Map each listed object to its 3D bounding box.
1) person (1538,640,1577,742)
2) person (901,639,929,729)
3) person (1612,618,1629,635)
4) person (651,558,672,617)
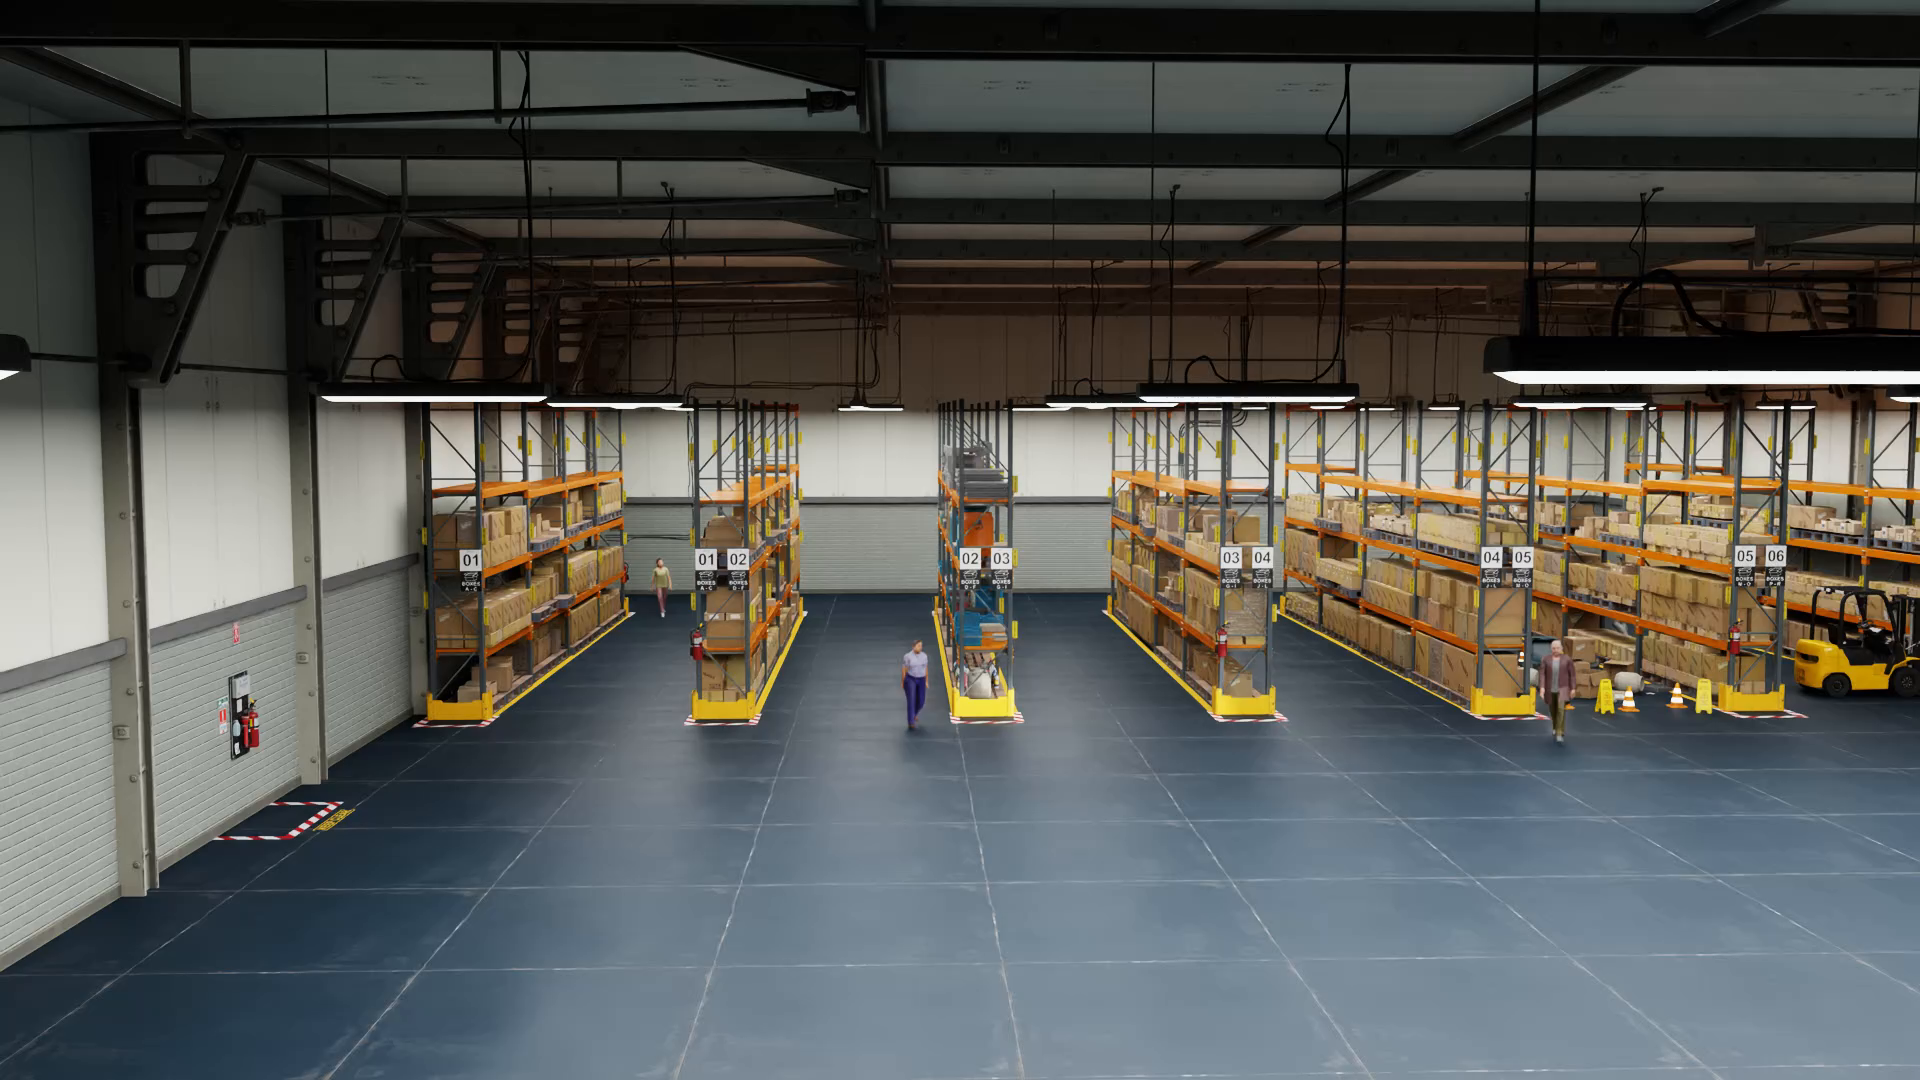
[{"bbox_3d":[10.410,2.624,29.053,0.611,1.735,1.044,3,5,34],"label":"person"},{"bbox_3d":[-0.847,2.603,30.465,0.514,1.612,0.821,-2,5,-28],"label":"person"},{"bbox_3d":[16.595,1.709,41.619,0.646,1.731,0.674,-2,5,-22],"label":"person"},{"bbox_3d":[-8.438,1.323,47.079,0.546,1.606,1.028,-2,5,-20],"label":"person"}]
